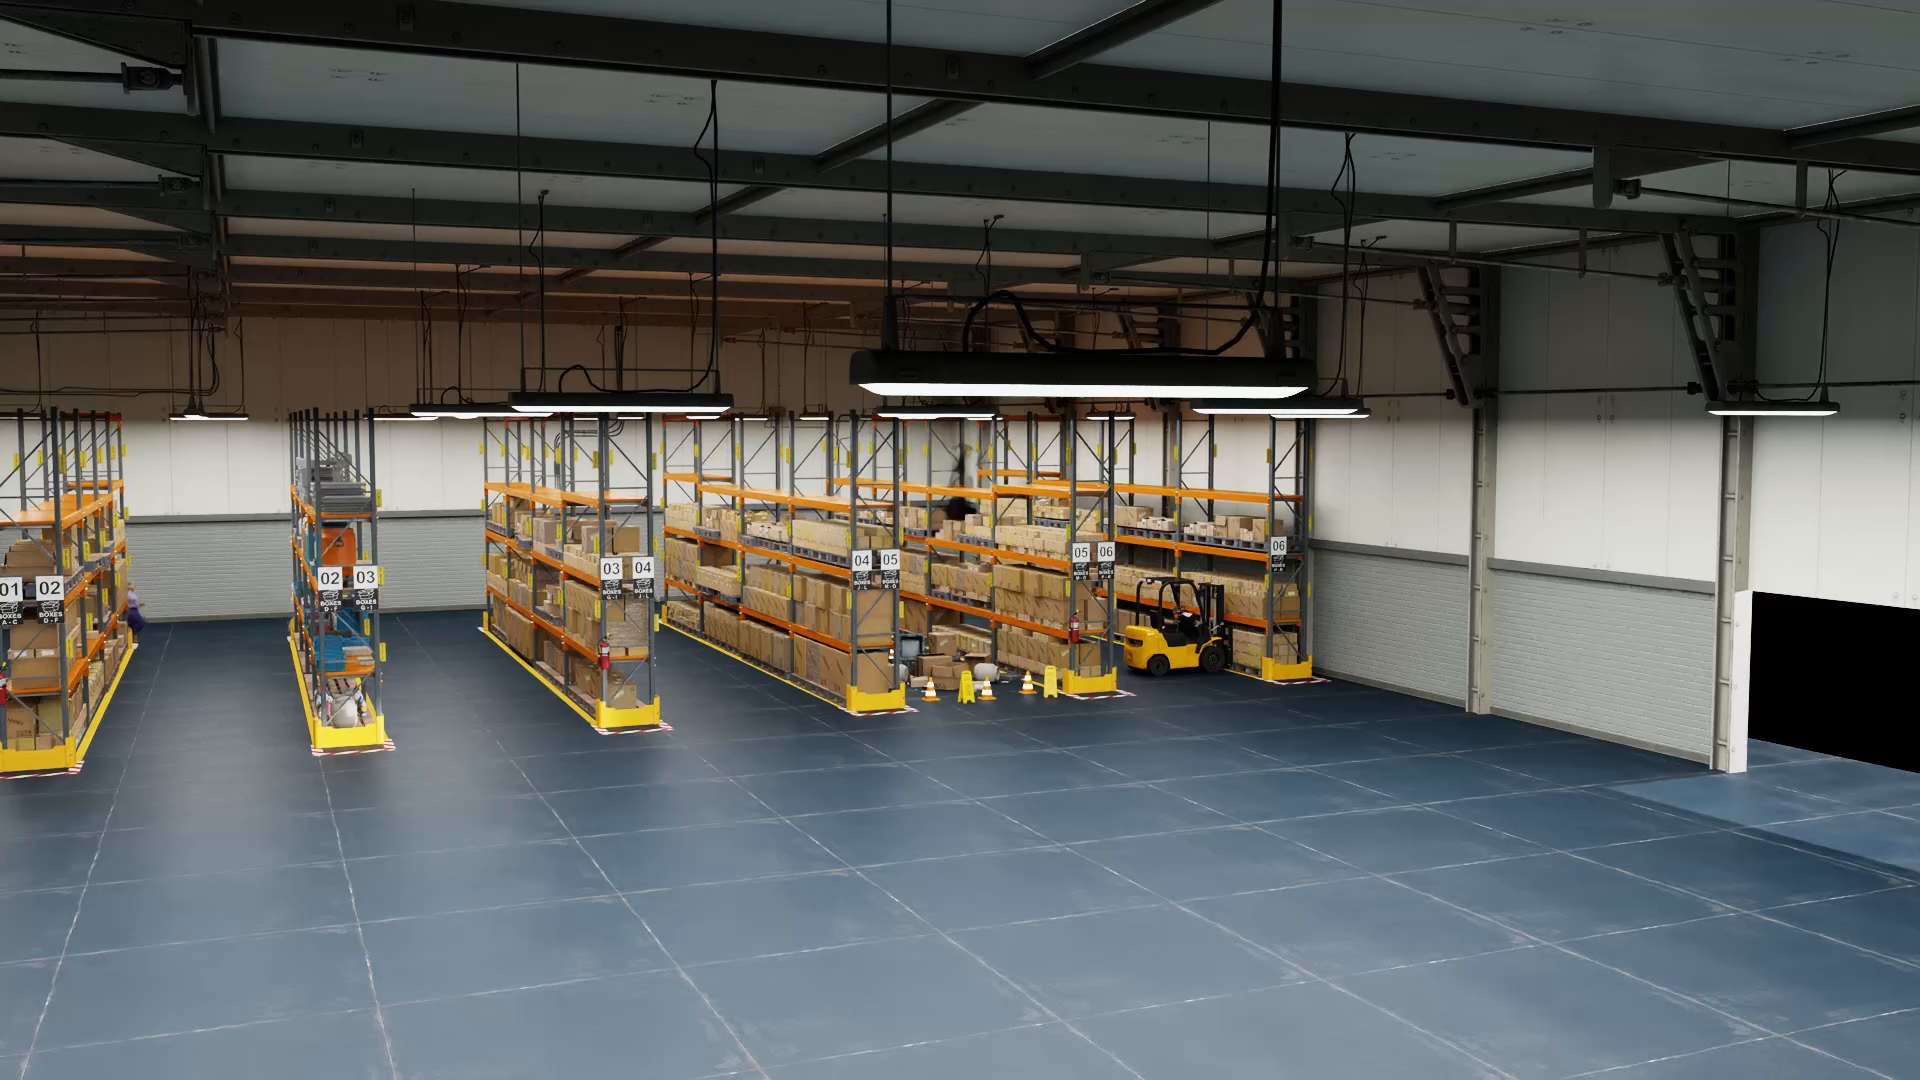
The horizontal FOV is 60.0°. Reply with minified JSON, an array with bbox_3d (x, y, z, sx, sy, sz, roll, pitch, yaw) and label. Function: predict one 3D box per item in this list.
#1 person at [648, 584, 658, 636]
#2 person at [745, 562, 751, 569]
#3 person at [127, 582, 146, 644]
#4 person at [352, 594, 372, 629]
[{"bbox_3d":[-8.522,1.709,45.049,0.647,1.749,0.829,-2,4,-25],"label":"person"},{"bbox_3d":[-6.139,1.490,48.239,0.659,1.726,0.695,2,5,29],"label":"person"},{"bbox_3d":[-21.538,1.891,43.273,0.635,1.618,0.639,-1,4,-14],"label":"person"},{"bbox_3d":[-16.825,1.673,46.379,0.778,1.668,0.614,-1,4,-10],"label":"person"}]
